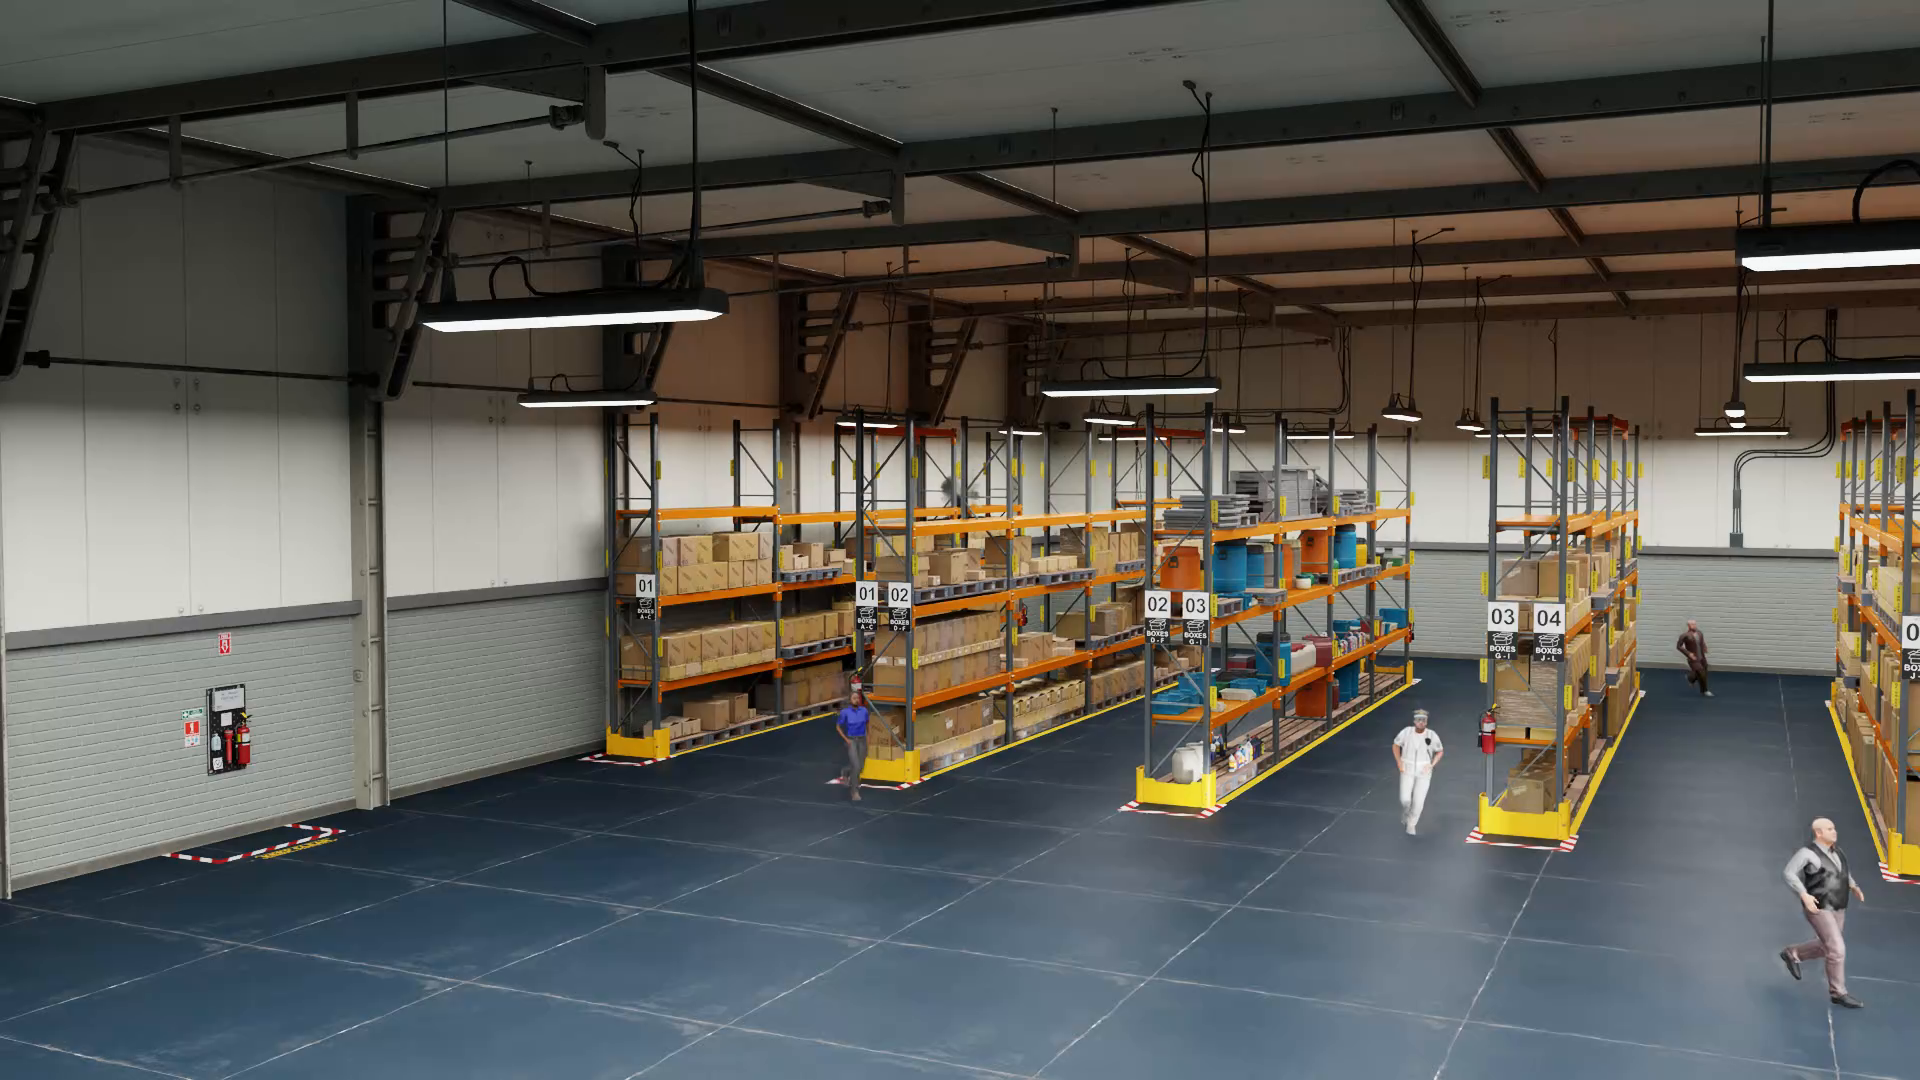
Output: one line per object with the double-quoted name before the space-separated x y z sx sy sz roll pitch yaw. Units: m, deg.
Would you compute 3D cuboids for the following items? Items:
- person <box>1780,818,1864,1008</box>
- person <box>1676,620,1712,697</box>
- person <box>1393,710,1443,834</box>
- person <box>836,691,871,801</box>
"person" 8.139 3.476 15.723 0.684 1.699 0.908 -1 3 -28
"person" 16.229 2.610 36.931 0.744 1.695 0.767 -1 3 -20
"person" 6.309 3.187 22.938 0.680 1.731 0.546 1 3 18
"person" -1.646 3.129 25.475 0.589 1.659 0.670 -1 3 -29
